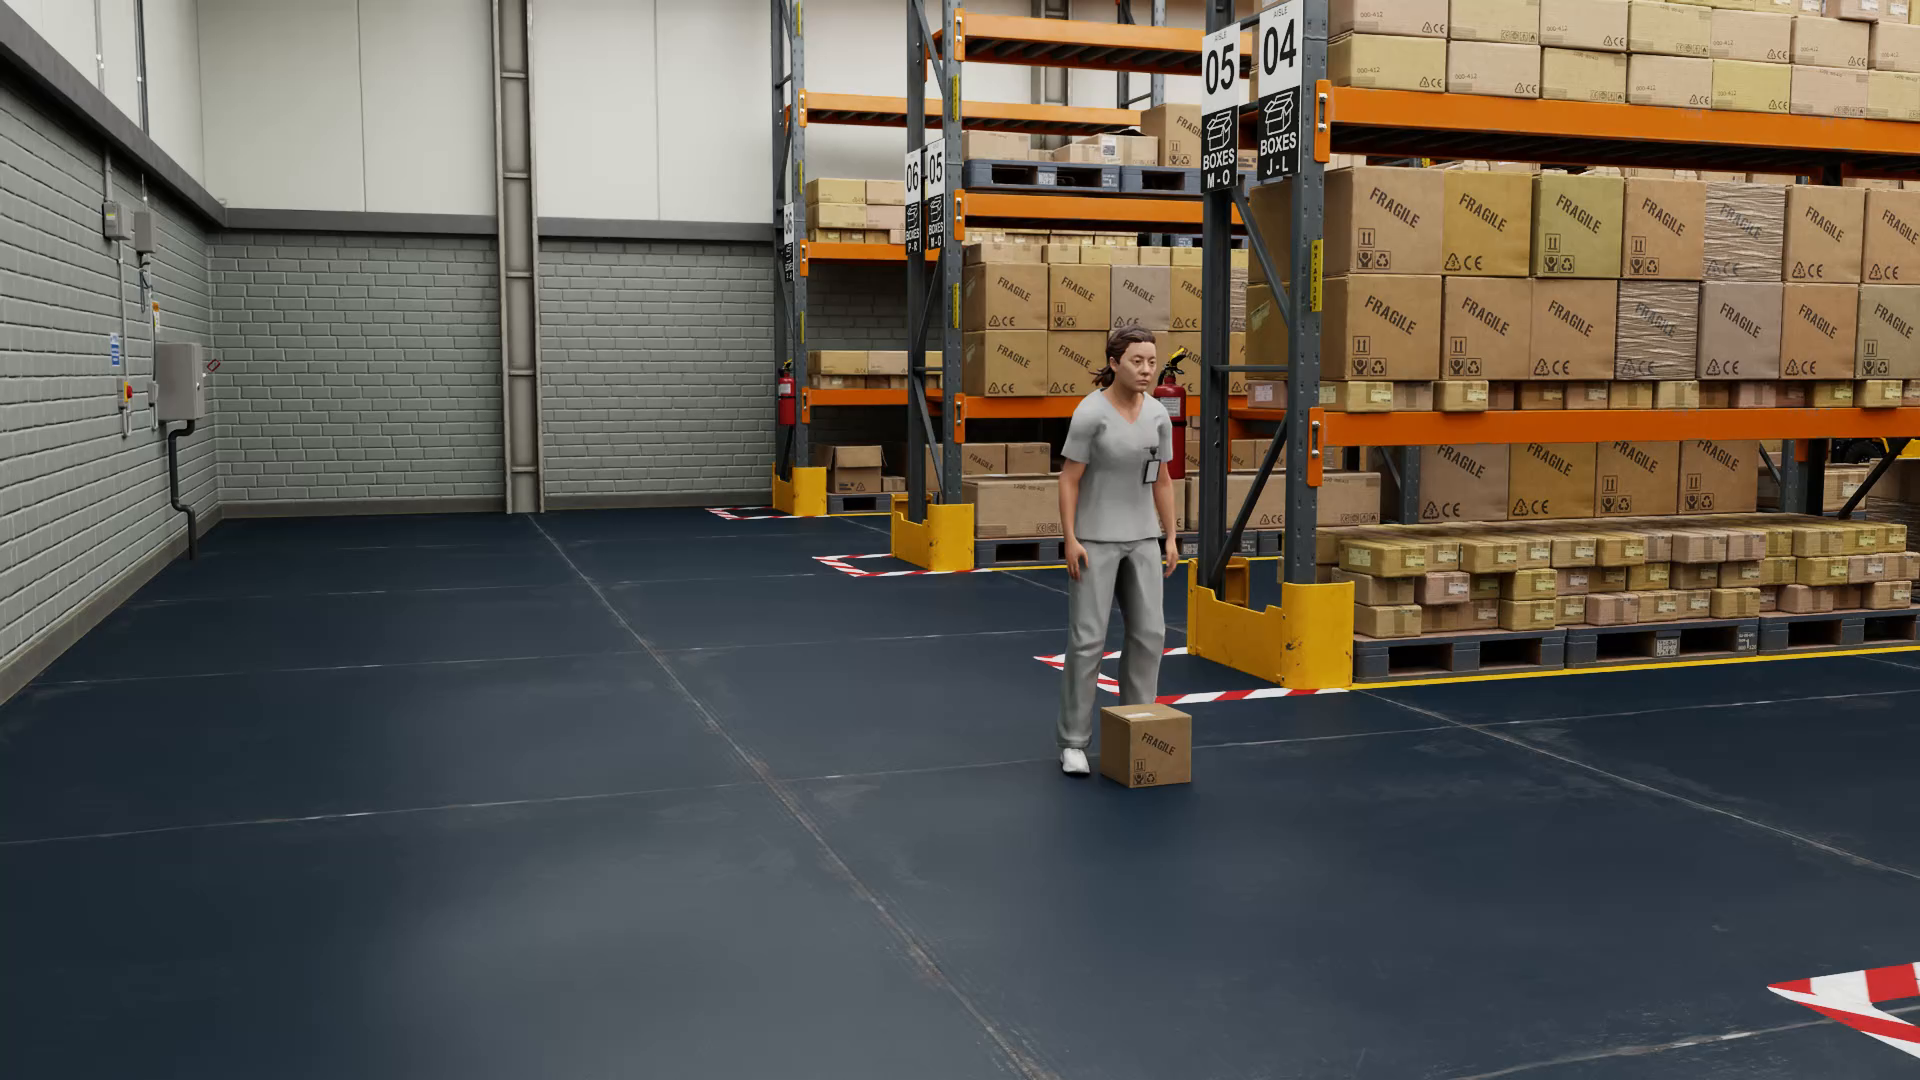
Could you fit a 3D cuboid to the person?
[{"bbox_3d":[0.594,0.027,6.267,0.485,1.672,0.411,-2,6,-19],"label":"person"}]
